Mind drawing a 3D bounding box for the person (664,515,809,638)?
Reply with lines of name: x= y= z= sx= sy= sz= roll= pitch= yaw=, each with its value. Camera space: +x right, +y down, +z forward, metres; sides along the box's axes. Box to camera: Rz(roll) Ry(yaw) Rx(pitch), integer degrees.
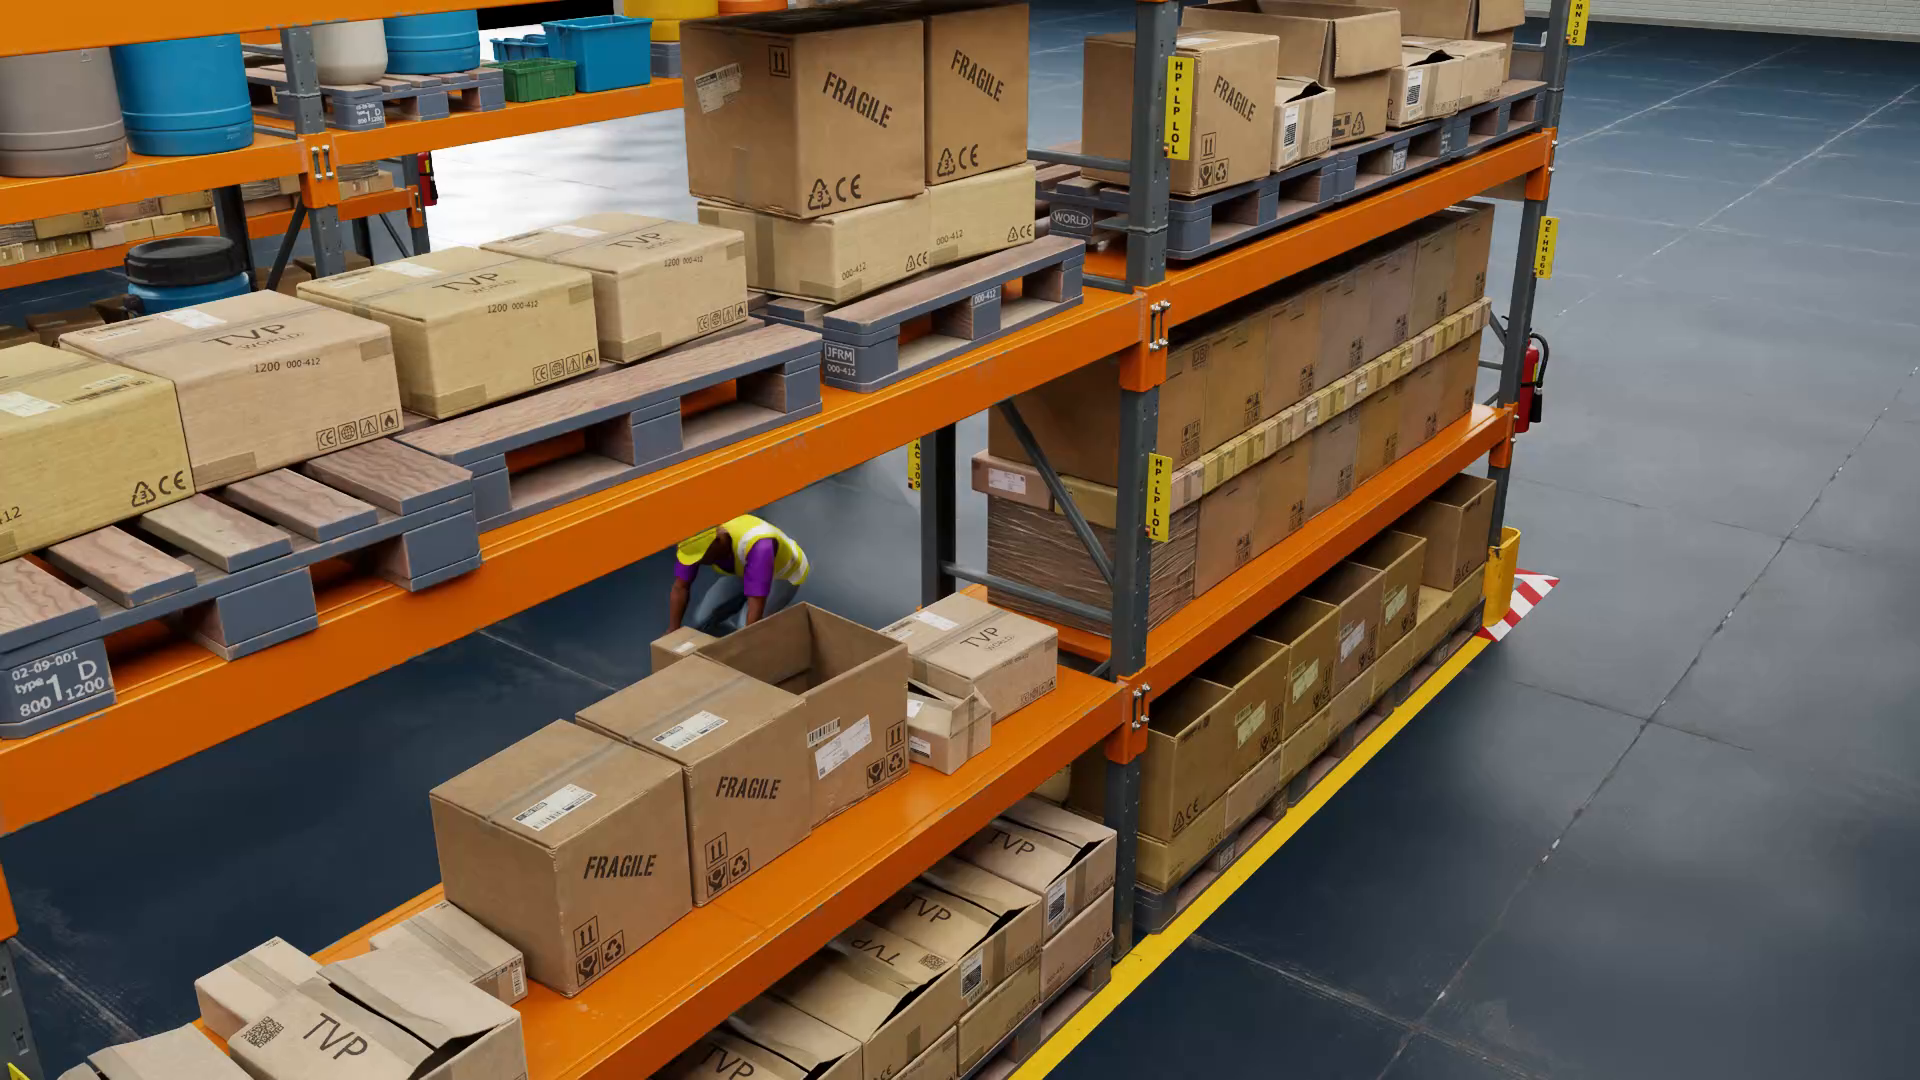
person: x=-1.134 y=0.285 z=8.686 sx=0.612 sy=1.154 sz=0.852 roll=17 pitch=28 yaw=33
